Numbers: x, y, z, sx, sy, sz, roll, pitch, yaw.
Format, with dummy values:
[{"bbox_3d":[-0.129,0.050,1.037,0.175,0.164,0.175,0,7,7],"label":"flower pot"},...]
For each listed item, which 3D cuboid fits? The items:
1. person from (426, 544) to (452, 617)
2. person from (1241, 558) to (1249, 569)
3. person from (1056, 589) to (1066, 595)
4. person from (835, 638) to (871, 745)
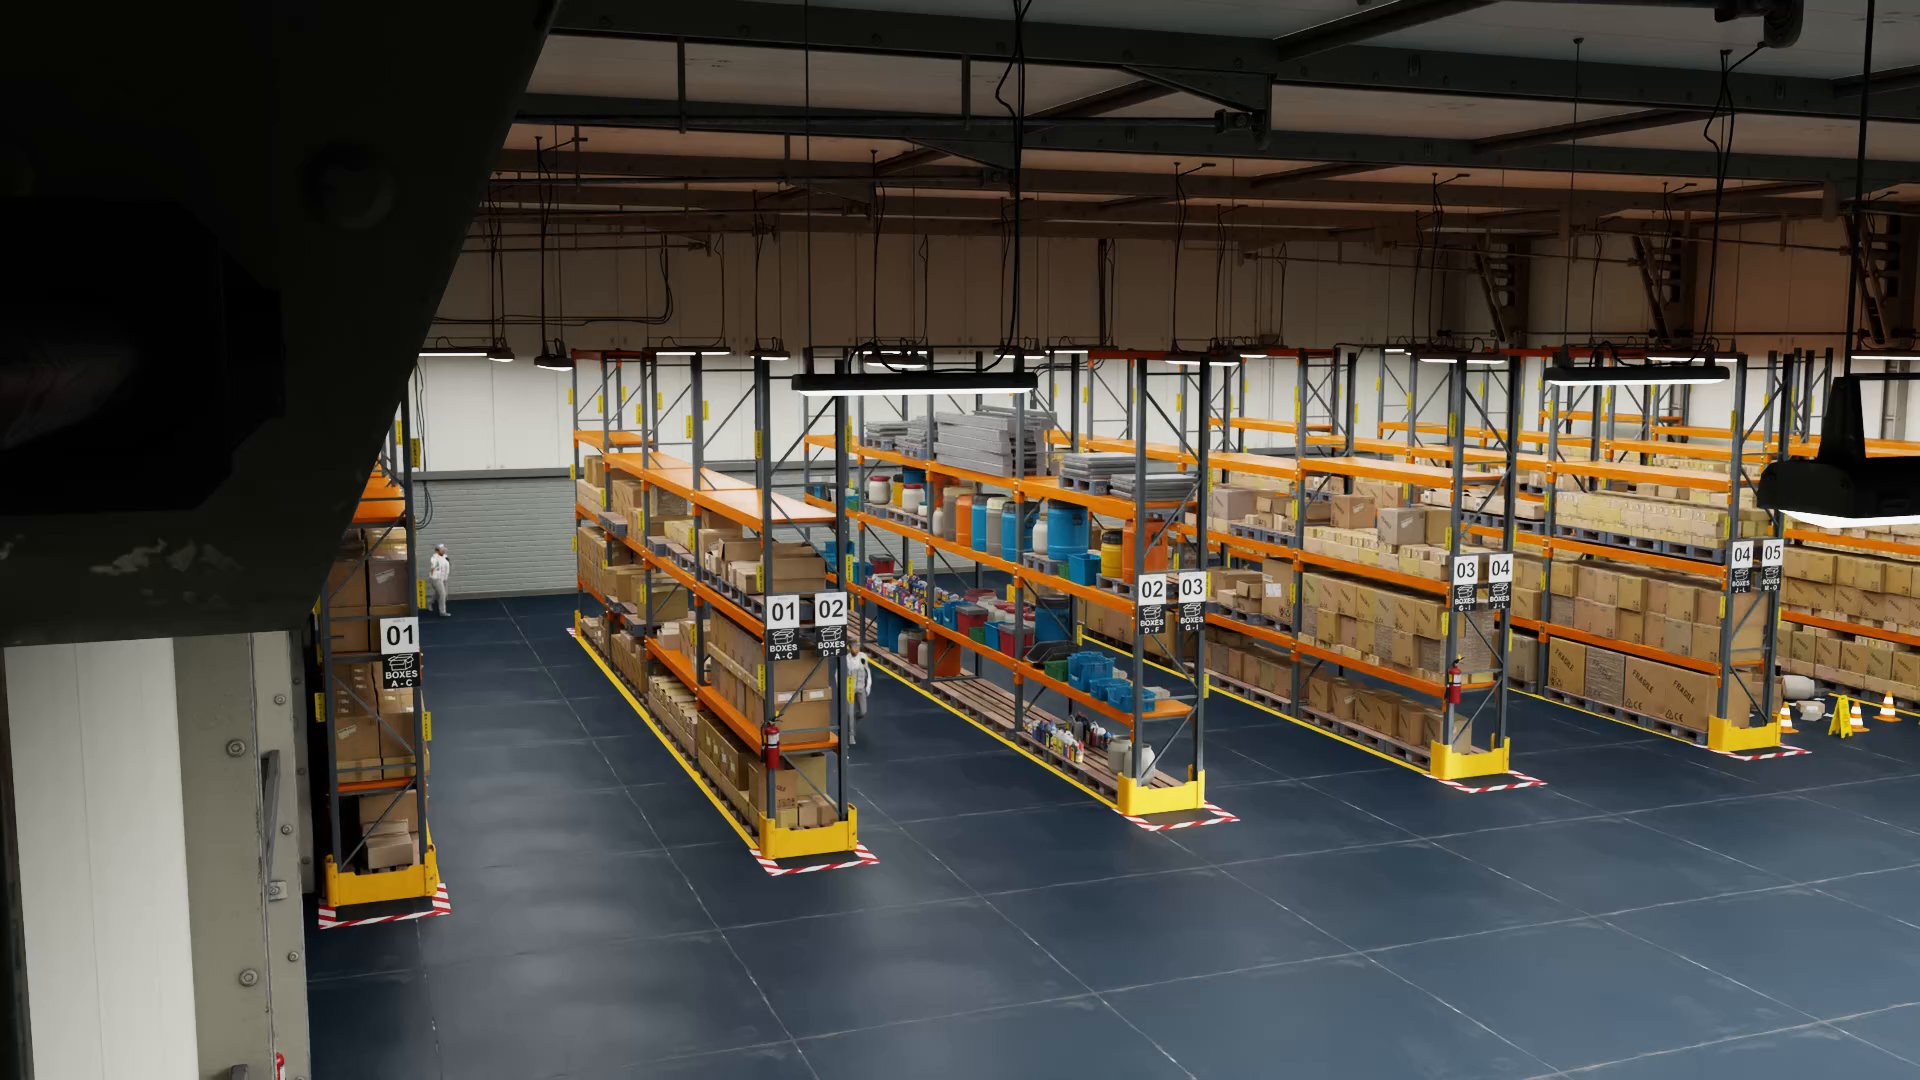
[{"bbox_3d":[-11.731,0.875,37.312,0.807,1.625,0.493,2,7,19],"label":"person"},{"bbox_3d":[7.384,0.033,43.645,0.522,1.753,1.019,6,9,40],"label":"person"},{"bbox_3d":[1.875,1.673,31.025,0.523,1.601,1.082,-3,8,-24],"label":"person"},{"bbox_3d":[-1.678,2.312,25.880,0.583,1.660,0.549,-3,8,-23],"label":"person"}]
